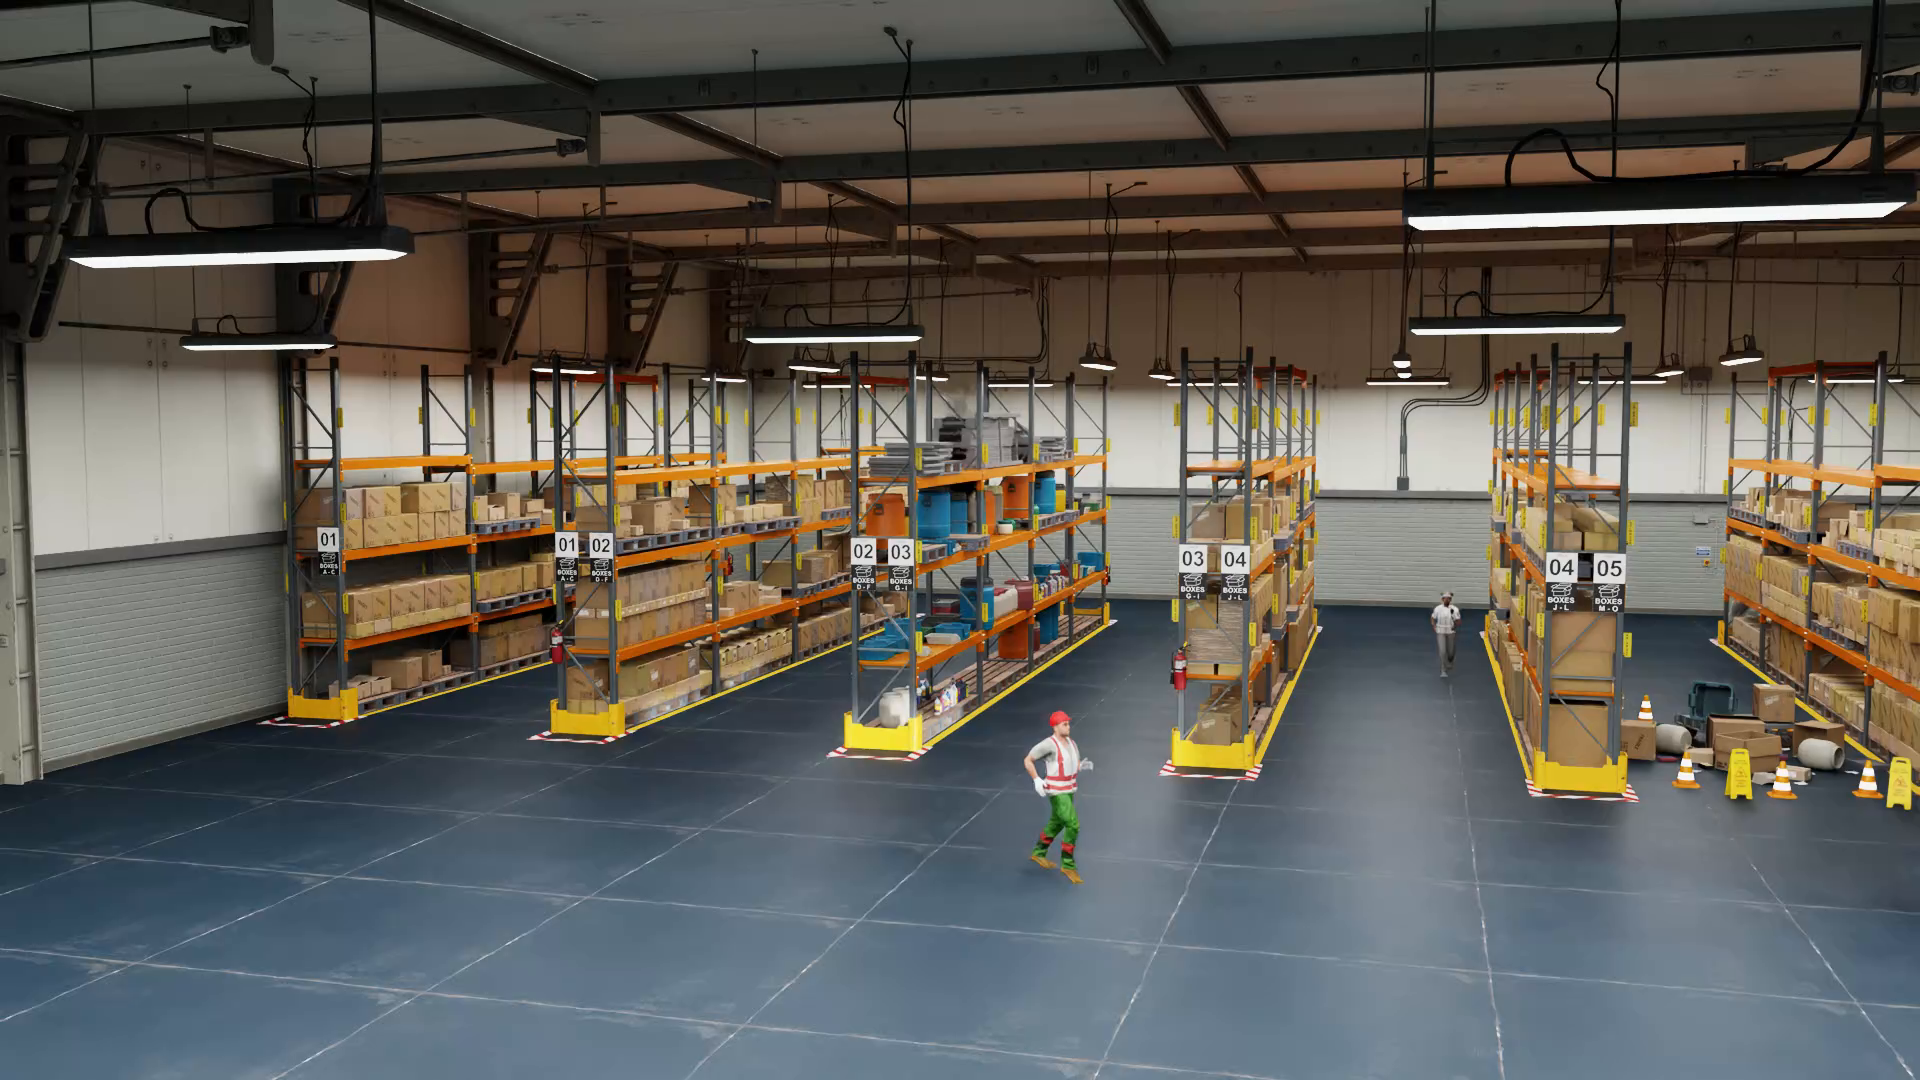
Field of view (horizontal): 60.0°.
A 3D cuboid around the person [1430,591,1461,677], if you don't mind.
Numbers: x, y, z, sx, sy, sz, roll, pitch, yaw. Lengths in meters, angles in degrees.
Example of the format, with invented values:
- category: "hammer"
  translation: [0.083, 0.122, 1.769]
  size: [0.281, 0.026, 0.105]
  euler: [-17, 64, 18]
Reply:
- category: "person"
  translation: [9.411, 1.804, 32.281]
  size: [0.564, 1.655, 0.681]
  euler: [1, 4, 16]

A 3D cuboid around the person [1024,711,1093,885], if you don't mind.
- category: "person"
  translation: [1.080, 2.777, 18.071]
  size: [0.793, 1.843, 0.646]
  euler: [3, 5, 33]

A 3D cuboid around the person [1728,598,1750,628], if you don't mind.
- category: "person"
  translation: [17.737, 1.383, 37.969]
  size: [0.604, 1.590, 0.937]
  euler: [-3, 5, -35]
